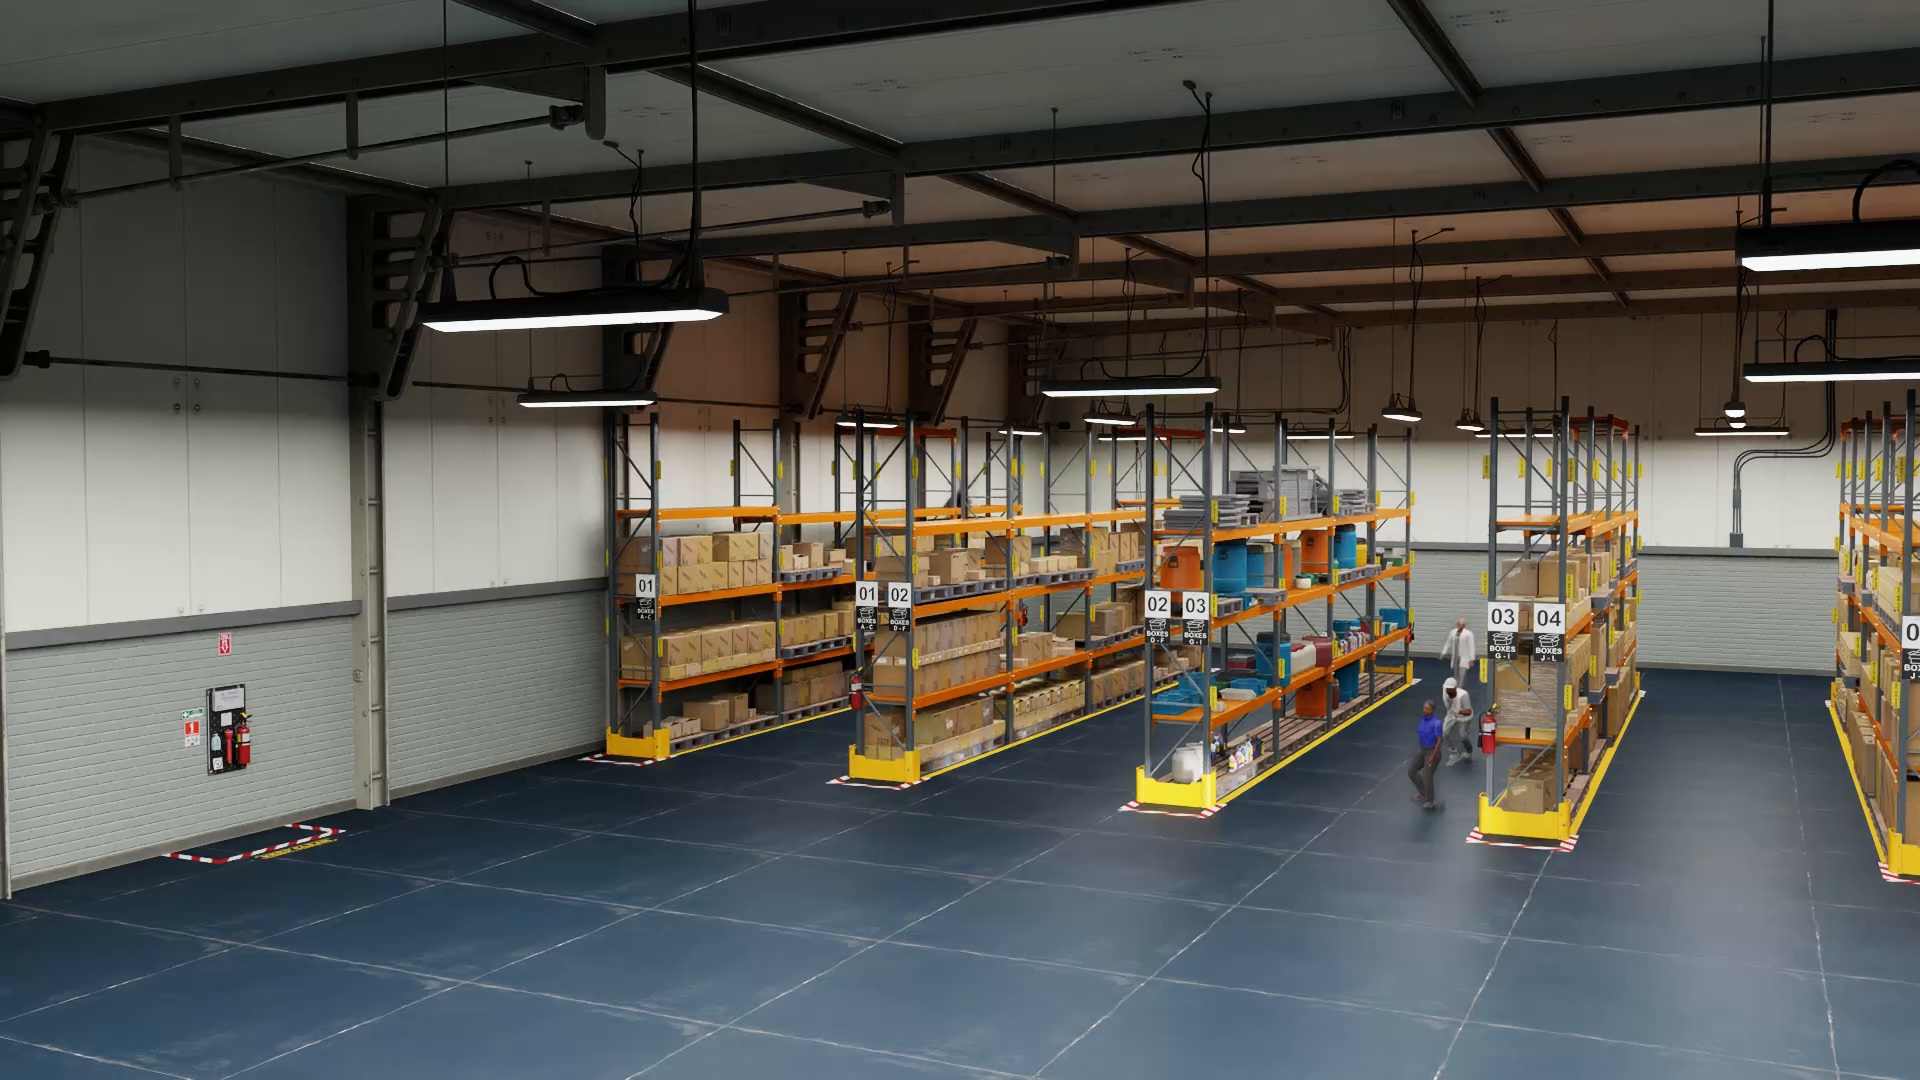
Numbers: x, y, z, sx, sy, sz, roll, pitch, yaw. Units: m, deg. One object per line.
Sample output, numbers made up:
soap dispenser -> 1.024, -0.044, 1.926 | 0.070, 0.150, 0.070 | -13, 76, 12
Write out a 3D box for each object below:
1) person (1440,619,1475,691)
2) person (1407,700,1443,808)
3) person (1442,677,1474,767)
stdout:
person -> 10.903, 2.602, 36.379 | 0.832, 1.765, 0.753 | -2, 3, -36
person -> 6.920, 3.185, 24.663 | 0.450, 1.644, 0.701 | -1, 3, -24
person -> 8.469, 3.058, 28.203 | 0.680, 1.546, 1.182 | 2, 3, 42
